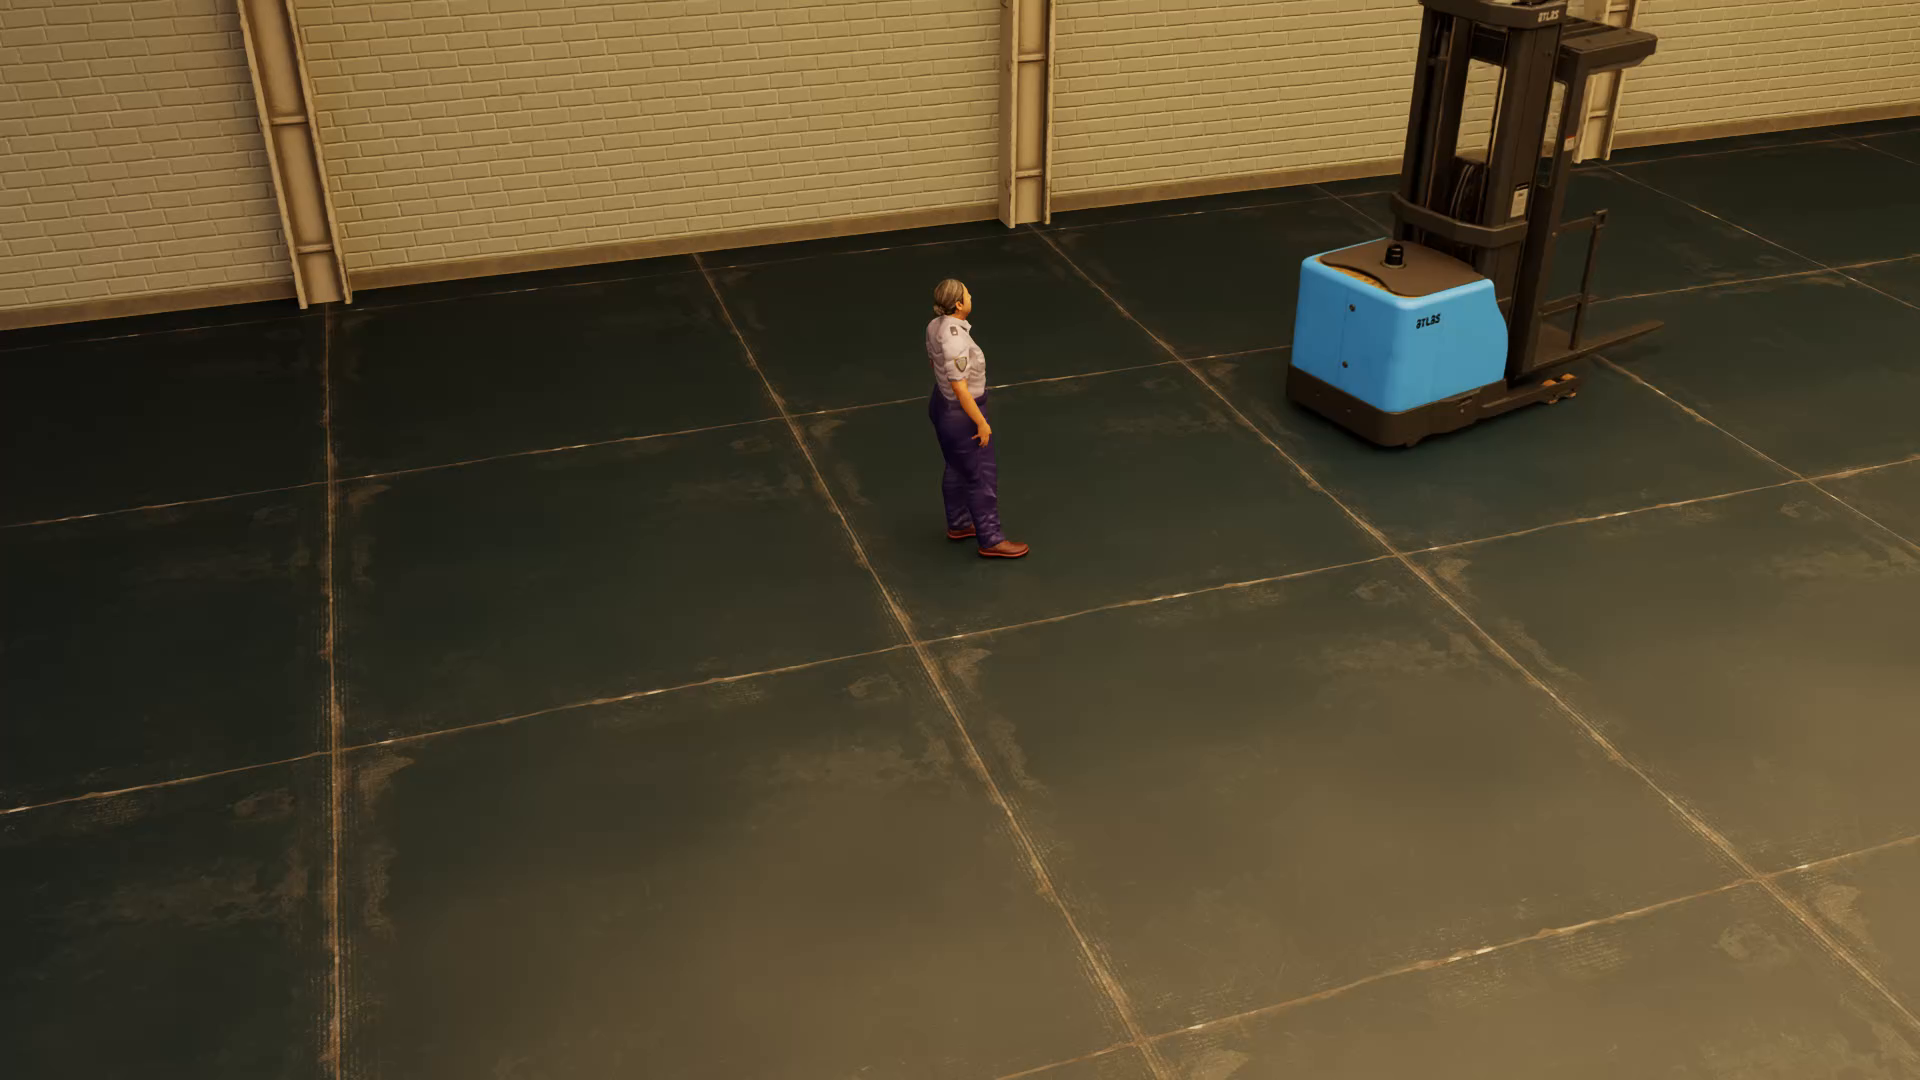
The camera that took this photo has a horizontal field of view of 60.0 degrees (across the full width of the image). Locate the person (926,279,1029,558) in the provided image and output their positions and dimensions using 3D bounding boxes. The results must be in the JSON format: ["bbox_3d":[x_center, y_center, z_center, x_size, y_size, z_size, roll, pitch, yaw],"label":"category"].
[{"bbox_3d":[0.093,-0.723,9.617,0.502,1.651,0.598,-10,31,-16],"label":"person"}]

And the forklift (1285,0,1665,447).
[{"bbox_3d":[3.800,-2.430,11.310,3.031,2.935,1.130,-18,34,-28],"label":"forklift"}]
